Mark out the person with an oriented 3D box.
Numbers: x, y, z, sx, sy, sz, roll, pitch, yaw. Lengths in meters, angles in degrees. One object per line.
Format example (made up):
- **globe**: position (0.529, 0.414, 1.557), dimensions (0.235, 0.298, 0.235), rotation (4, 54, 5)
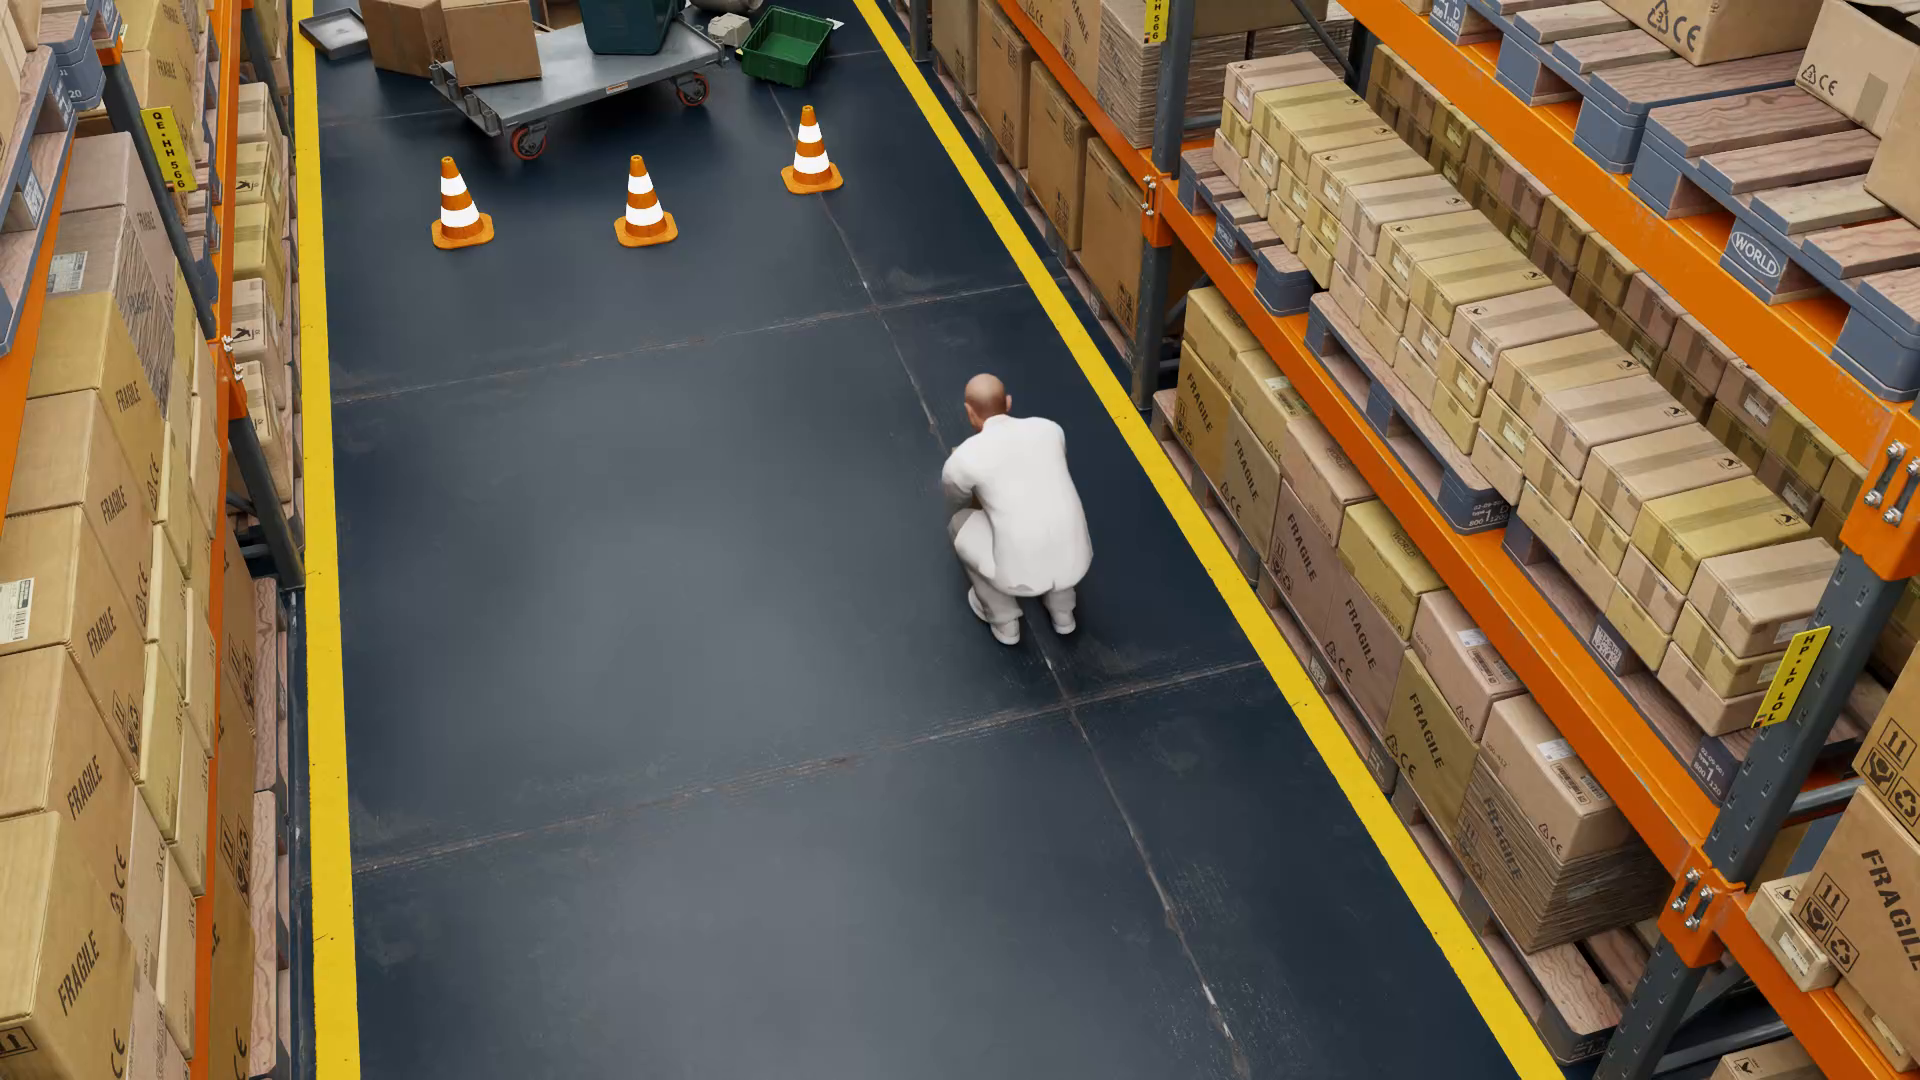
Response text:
- **person**: position (0.224, -0.155, 6.950), dimensions (0.590, 0.982, 0.917), rotation (-12, 43, -13)
